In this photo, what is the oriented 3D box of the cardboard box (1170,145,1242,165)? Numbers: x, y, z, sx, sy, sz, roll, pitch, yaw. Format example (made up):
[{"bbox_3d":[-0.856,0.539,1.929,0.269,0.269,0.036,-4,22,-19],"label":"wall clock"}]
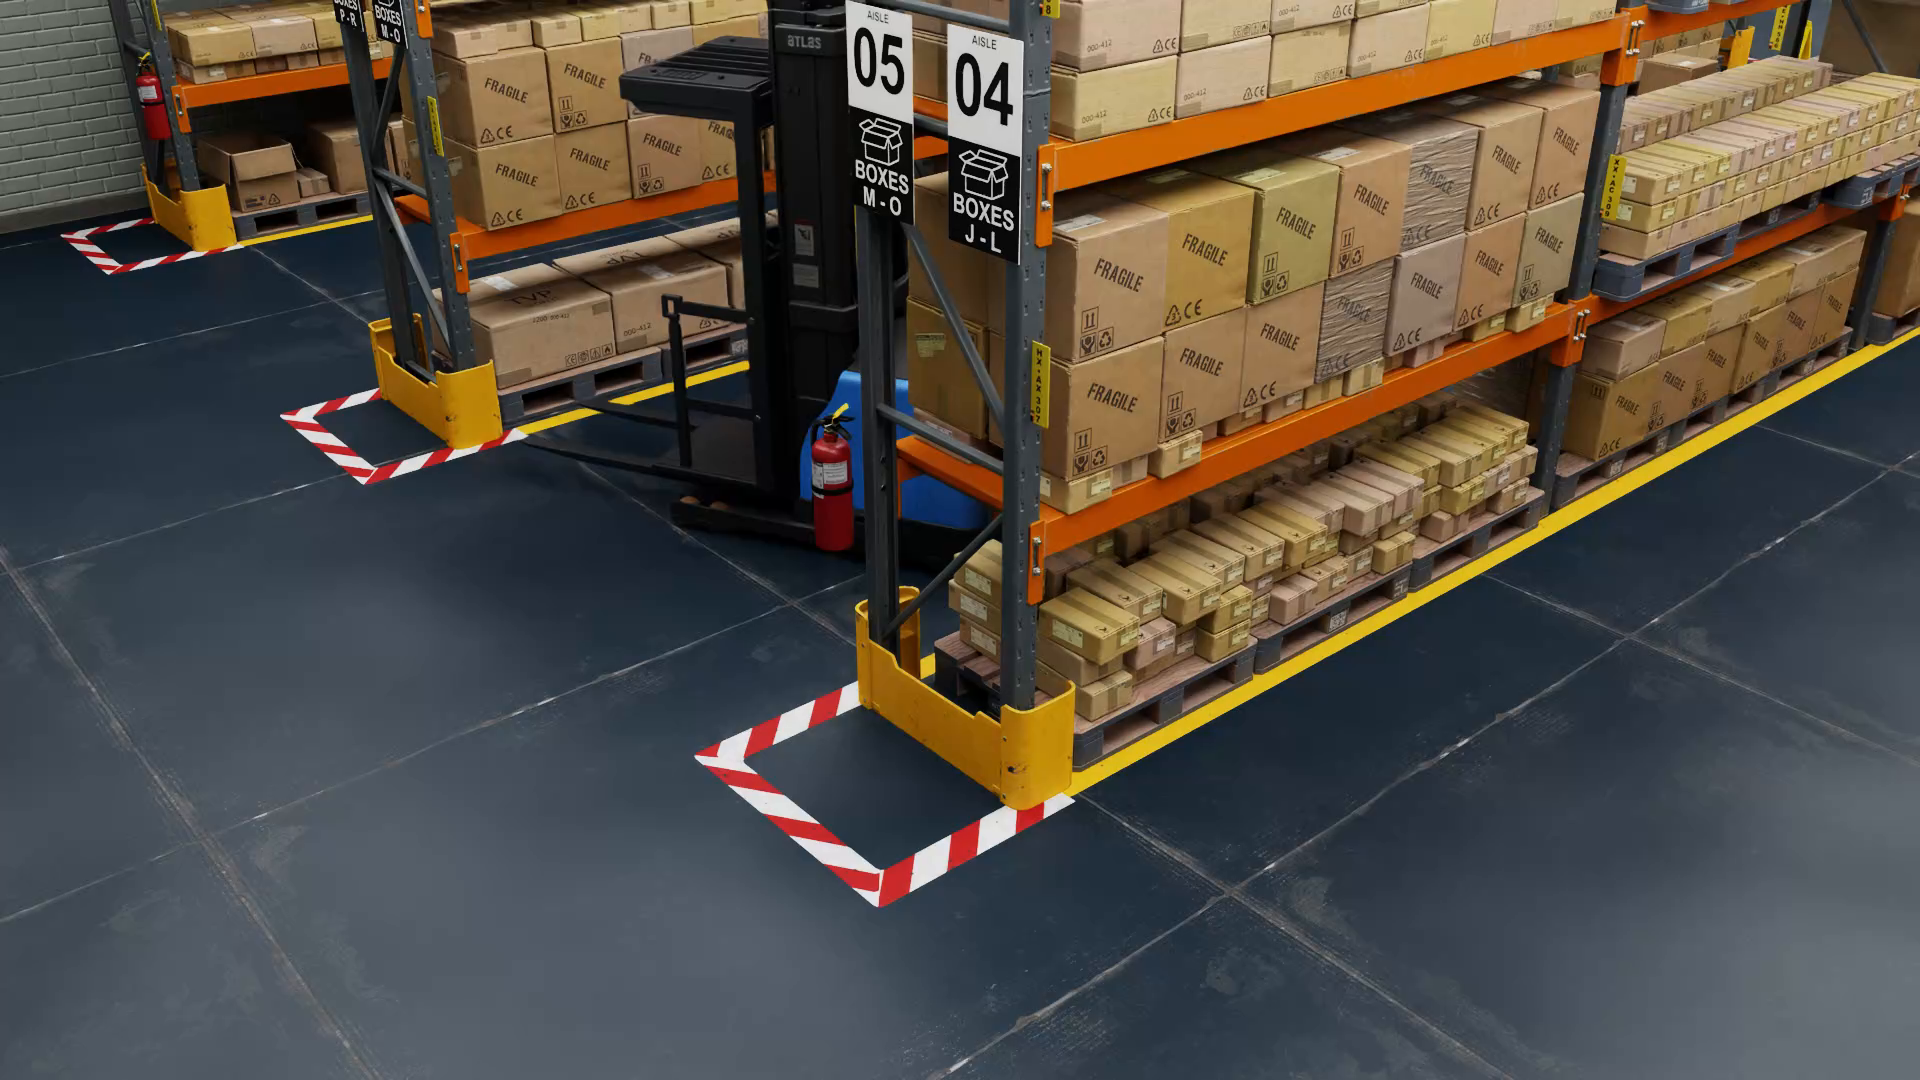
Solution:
[{"bbox_3d":[0.908,-1.558,7.500,0.500,0.500,0.500,-20,34,-33],"label":"cardboard box"}]

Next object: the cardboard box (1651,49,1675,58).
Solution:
[{"bbox_3d":[7.595,-5.344,18.540,0.500,0.250,0.500,-23,36,-37],"label":"cardboard box"}]

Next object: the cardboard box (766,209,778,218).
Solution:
[{"bbox_3d":[-0.848,-2.264,12.577,0.875,0.438,0.875,-22,35,-36],"label":"cardboard box"}]

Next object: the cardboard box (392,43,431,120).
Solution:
[{"bbox_3d":[-3.131,-2.857,10.246,0.500,0.500,0.500,-21,34,-33],"label":"cardboard box"}]

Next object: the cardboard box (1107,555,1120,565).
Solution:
[{"bbox_3d":[0.557,0.123,8.101,0.250,0.149,0.380,-24,36,-37],"label":"cardboard box"}]

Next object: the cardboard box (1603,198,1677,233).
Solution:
[{"bbox_3d":[3.588,-1.780,8.903,0.250,0.149,0.380,-21,35,-34],"label":"cardboard box"}]

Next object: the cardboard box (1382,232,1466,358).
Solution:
[{"bbox_3d":[2.030,-1.234,7.956,0.500,0.500,0.500,-22,35,-35],"label":"cardboard box"}]

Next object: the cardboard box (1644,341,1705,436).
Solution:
[{"bbox_3d":[4.125,-0.995,10.135,0.500,0.500,0.500,-20,34,-33],"label":"cardboard box"}]

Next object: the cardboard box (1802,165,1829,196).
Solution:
[{"bbox_3d":[4.976,-2.210,10.024,0.250,0.149,0.380,-21,34,-33],"label":"cardboard box"}]

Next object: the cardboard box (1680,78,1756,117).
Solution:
[{"bbox_3d":[4.756,-2.786,10.471,0.250,0.149,0.380,-20,34,-33],"label":"cardboard box"}]

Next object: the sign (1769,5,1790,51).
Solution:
[{"bbox_3d":[5.670,-3.551,11.483,0.005,0.325,0.100,-22,35,-35],"label":"sign"}]

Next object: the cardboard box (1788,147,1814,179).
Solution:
[{"bbox_3d":[4.776,-2.259,9.800,0.250,0.149,0.380,-23,36,-36],"label":"cardboard box"}]

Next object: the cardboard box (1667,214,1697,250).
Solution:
[{"bbox_3d":[3.795,-1.735,9.136,0.250,0.149,0.380,-21,35,-34],"label":"cardboard box"}]

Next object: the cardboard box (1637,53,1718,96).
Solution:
[{"bbox_3d":[6.964,-4.412,16.172,0.500,0.500,0.500,-22,35,-35],"label":"cardboard box"}]

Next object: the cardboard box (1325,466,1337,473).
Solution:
[{"bbox_3d":[2.002,-0.403,9.085,0.250,0.149,0.380,-24,36,-37],"label":"cardboard box"}]

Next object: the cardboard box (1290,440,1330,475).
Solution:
[{"bbox_3d":[1.754,-0.483,8.919,0.250,0.149,0.380,-21,35,-34],"label":"cardboard box"}]

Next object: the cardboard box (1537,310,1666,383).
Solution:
[{"bbox_3d":[3.723,-1.163,9.655,0.500,0.250,0.500,-24,36,-37],"label":"cardboard box"}]

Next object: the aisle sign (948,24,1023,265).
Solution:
[{"bbox_3d":[0.085,-1.411,5.951,0.004,0.787,0.394,-22,35,-35],"label":"aisle sign"}]

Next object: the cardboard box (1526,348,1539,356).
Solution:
[{"bbox_3d":[3.392,-1.350,10.005,0.500,0.250,0.500,-23,36,-36],"label":"cardboard box"}]

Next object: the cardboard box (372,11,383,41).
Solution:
[{"bbox_3d":[-4.906,-4.499,14.330,0.500,0.250,0.500,-23,36,-36],"label":"cardboard box"}]

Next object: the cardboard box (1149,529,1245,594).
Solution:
[{"bbox_3d":[1.107,0.112,7.805,0.250,0.149,0.380,-24,36,-37],"label":"cardboard box"}]

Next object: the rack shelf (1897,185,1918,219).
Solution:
[{"bbox_3d":[7.554,-3.137,12.700,4.000,0.370,1.077,-22,35,-35],"label":"rack shelf"}]

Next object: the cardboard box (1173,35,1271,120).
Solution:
[{"bbox_3d":[0.857,-1.857,6.519,0.500,0.250,0.500,-21,34,-33],"label":"cardboard box"}]

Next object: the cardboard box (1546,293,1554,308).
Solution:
[{"bbox_3d":[2.924,-1.336,8.835,0.250,0.149,0.380,-22,35,-35],"label":"cardboard box"}]

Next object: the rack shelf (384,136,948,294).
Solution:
[{"bbox_3d":[-1.822,-2.433,11.384,4.000,0.370,1.077,-22,35,-35],"label":"rack shelf"}]

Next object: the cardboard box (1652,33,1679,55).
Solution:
[{"bbox_3d":[7.605,-5.685,18.382,0.500,0.500,0.500,-23,36,-36],"label":"cardboard box"}]

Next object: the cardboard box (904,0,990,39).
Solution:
[{"bbox_3d":[0.132,-2.104,6.451,0.500,0.250,0.500,-23,36,-36],"label":"cardboard box"}]

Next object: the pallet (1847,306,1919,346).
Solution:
[{"bbox_3d":[6.681,-1.826,12.444,1.213,0.211,1.003,-22,35,-35],"label":"pallet"}]

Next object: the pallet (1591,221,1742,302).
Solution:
[{"bbox_3d":[3.665,-1.716,9.481,1.213,0.211,1.003,-22,35,-35],"label":"pallet"}]

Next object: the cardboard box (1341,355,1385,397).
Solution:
[{"bbox_3d":[1.781,-0.832,7.891,0.250,0.149,0.380,-21,35,-34],"label":"cardboard box"}]

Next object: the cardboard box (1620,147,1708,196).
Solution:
[{"bbox_3d":[3.796,-1.998,8.997,0.250,0.149,0.380,-21,34,-34],"label":"cardboard box"}]

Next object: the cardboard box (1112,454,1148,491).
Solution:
[{"bbox_3d":[0.572,-0.358,7.004,0.250,0.149,0.380,-20,34,-33],"label":"cardboard box"}]

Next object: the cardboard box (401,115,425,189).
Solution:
[{"bbox_3d":[-3.148,-2.425,10.500,0.500,0.500,0.500,-22,35,-35],"label":"cardboard box"}]

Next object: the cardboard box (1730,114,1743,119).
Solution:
[{"bbox_3d":[4.747,-2.652,10.536,0.250,0.149,0.380,-22,35,-35],"label":"cardboard box"}]

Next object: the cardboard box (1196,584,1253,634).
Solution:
[{"bbox_3d":[1.151,0.268,7.829,0.250,0.149,0.380,-21,34,-33],"label":"cardboard box"}]

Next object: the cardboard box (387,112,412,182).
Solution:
[{"bbox_3d":[-4.898,-3.527,14.873,0.500,0.500,0.500,-21,35,-34],"label":"cardboard box"}]

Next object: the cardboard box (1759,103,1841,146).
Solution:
[{"bbox_3d":[4.972,-2.470,9.879,0.250,0.149,0.380,-20,34,-33],"label":"cardboard box"}]

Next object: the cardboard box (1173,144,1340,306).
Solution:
[{"bbox_3d":[1.250,-1.361,7.132,0.500,0.500,0.500,-23,36,-36],"label":"cardboard box"}]

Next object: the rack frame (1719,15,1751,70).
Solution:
[{"bbox_3d":[8.829,-7.033,19.229,0.127,3.000,1.000,-22,35,-35],"label":"rack frame"}]

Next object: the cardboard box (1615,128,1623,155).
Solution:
[{"bbox_3d":[3.570,-2.309,9.578,0.250,0.149,0.380,-23,36,-36],"label":"cardboard box"}]

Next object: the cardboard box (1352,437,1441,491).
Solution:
[{"bbox_3d":[2.286,-0.384,8.734,0.250,0.149,0.380,-21,34,-33],"label":"cardboard box"}]

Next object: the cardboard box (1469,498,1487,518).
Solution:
[{"bbox_3d":[2.660,-0.255,9.123,0.250,0.149,0.380,-21,34,-34],"label":"cardboard box"}]

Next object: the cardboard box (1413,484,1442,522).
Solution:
[{"bbox_3d":[2.311,-0.250,8.799,0.250,0.149,0.380,-22,35,-34],"label":"cardboard box"}]

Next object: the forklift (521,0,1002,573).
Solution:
[{"bbox_3d":[-1.086,-1.552,9.045,3.031,2.935,1.130,11,30,20],"label":"forklift"}]

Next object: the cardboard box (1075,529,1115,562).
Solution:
[{"bbox_3d":[0.528,-0.019,8.051,0.250,0.149,0.380,-23,36,-36],"label":"cardboard box"}]

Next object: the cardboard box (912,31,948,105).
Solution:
[{"bbox_3d":[0.121,-1.886,6.573,0.500,0.250,0.500,-23,36,-36],"label":"cardboard box"}]

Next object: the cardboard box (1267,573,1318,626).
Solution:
[{"bbox_3d":[1.527,0.248,8.183,0.250,0.149,0.380,-24,36,-37],"label":"cardboard box"}]

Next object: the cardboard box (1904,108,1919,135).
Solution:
[{"bbox_3d":[5.952,-2.733,10.688,0.250,0.149,0.380,-21,35,-34],"label":"cardboard box"}]

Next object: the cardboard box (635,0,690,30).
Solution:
[{"bbox_3d":[-1.897,-3.311,10.408,0.250,0.149,0.380,-22,35,-34],"label":"cardboard box"}]

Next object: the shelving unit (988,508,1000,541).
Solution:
[{"bbox_3d":[0.357,-0.383,8.691,0.258,1.200,0.503,12,30,20],"label":"shelving unit"}]

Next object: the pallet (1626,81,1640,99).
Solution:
[{"bbox_3d":[7.202,-5.173,18.706,1.213,0.211,1.003,-22,35,-35],"label":"pallet"}]

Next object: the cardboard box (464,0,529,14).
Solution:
[{"bbox_3d":[-2.881,-3.287,10.363,0.250,0.149,0.380,-22,35,-35],"label":"cardboard box"}]

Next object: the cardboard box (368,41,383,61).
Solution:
[{"bbox_3d":[-5.127,-4.185,14.165,0.250,0.149,0.380,-23,36,-36],"label":"cardboard box"}]

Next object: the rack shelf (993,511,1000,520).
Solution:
[{"bbox_3d":[0.355,-0.149,8.817,0.258,0.148,0.480,12,30,20],"label":"rack shelf"}]
